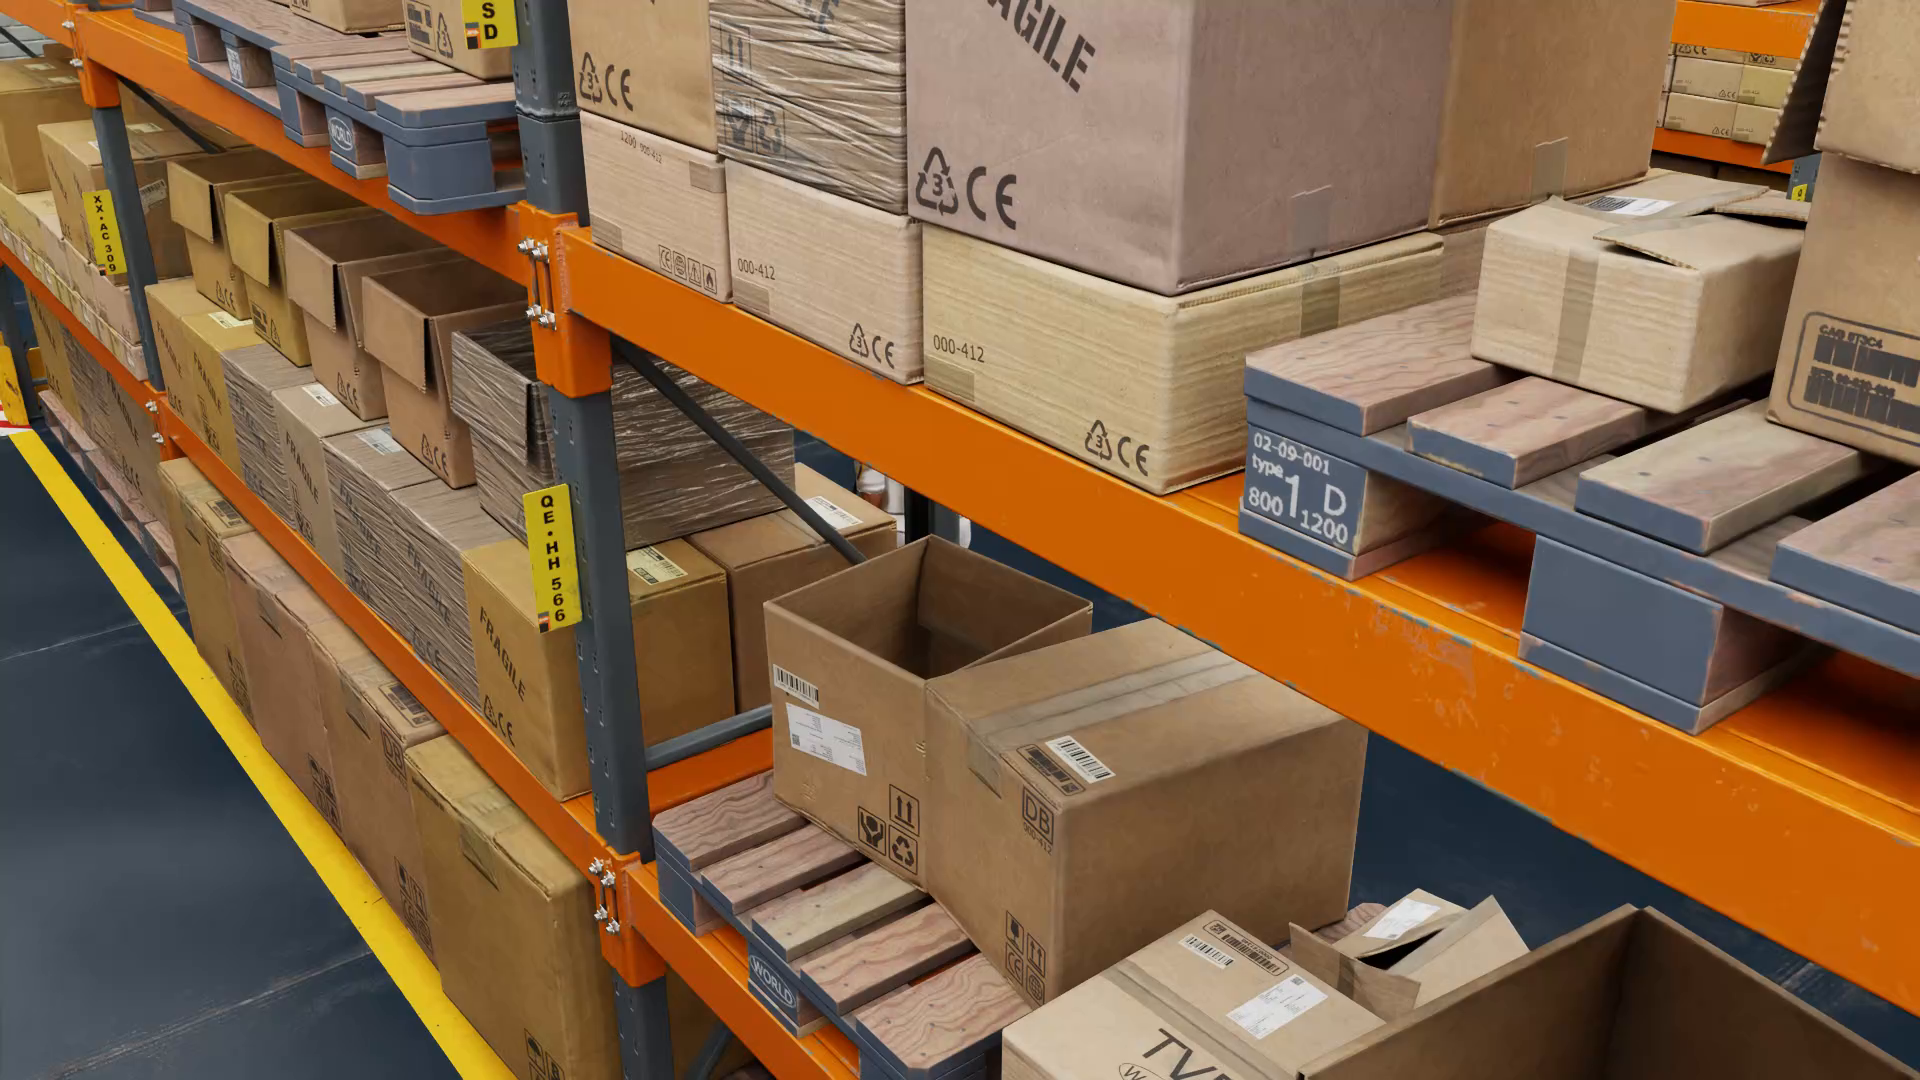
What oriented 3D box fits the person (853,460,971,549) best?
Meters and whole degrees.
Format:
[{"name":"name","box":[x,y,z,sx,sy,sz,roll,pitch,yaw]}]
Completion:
[{"name":"person","box":[-0.203,0.016,6.564,0.539,1.666,0.466,-18,30,-34]}]
